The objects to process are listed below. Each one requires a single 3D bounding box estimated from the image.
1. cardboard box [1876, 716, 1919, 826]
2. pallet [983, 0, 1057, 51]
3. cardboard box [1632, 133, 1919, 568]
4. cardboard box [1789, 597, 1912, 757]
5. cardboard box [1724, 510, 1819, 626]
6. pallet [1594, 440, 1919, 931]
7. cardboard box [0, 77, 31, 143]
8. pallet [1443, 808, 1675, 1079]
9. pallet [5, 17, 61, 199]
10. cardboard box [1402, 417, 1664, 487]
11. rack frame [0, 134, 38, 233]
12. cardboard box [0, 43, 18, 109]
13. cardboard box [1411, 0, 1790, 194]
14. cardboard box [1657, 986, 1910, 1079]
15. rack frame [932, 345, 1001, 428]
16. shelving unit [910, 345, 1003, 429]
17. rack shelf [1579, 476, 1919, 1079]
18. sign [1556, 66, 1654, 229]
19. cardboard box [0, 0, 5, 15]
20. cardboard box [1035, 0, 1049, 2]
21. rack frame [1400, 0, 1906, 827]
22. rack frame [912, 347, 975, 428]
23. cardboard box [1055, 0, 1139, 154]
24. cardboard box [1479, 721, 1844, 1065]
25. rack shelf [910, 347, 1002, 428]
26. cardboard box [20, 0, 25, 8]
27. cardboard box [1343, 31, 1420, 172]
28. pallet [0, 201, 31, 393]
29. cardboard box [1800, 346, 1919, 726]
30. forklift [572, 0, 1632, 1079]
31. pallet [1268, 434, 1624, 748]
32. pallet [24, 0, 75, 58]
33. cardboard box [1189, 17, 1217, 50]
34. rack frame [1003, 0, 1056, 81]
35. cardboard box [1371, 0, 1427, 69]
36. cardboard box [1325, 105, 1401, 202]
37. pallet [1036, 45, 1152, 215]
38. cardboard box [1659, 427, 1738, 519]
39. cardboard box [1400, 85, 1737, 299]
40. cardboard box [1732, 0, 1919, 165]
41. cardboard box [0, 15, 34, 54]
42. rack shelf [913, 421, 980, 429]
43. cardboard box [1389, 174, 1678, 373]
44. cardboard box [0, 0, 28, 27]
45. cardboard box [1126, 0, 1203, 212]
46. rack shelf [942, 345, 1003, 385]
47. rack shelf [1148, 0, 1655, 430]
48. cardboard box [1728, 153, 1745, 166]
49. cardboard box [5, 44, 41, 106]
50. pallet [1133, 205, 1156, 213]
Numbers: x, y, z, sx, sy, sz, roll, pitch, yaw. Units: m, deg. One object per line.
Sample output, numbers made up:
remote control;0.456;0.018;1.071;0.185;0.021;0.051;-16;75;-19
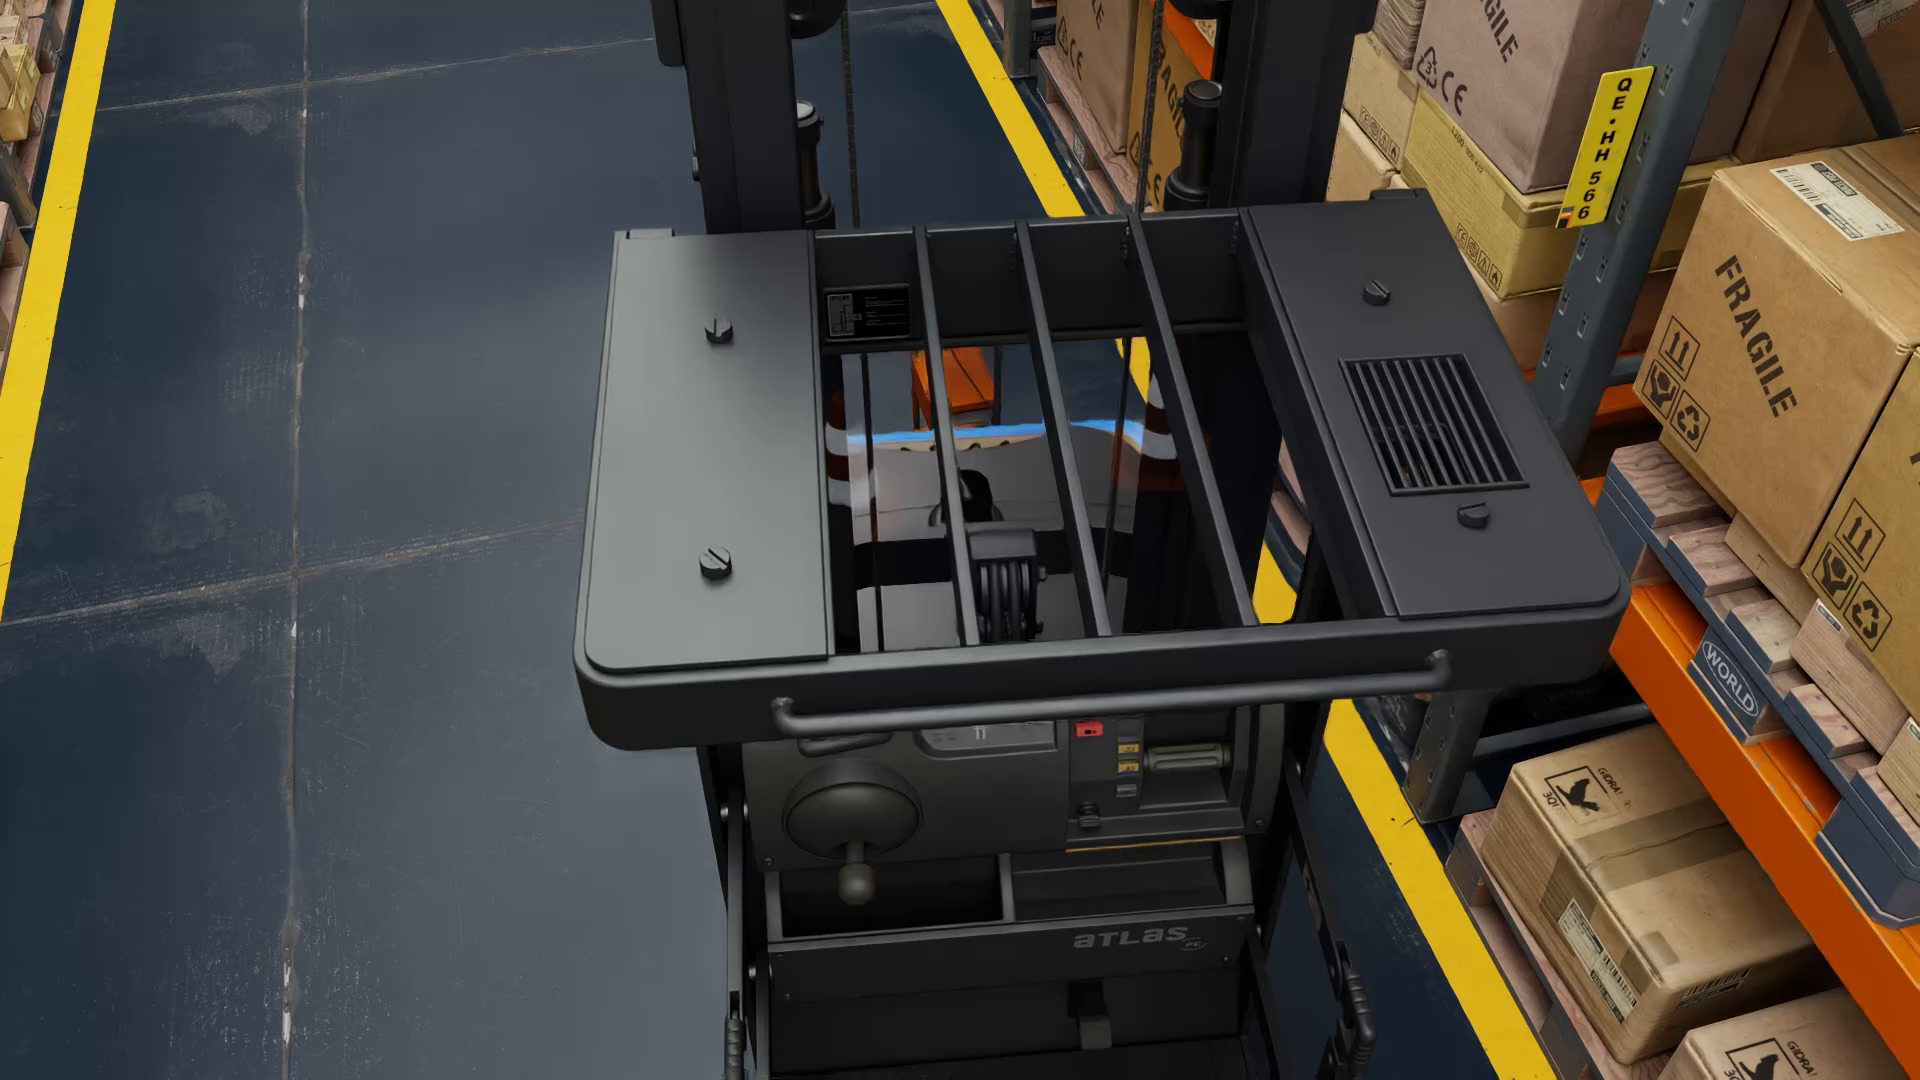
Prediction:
cardboard box;1.729;0.382;2.657;0.380;0.149;0.250;-10;47;-10
pallet;0.567;-2.734;7.782;1.003;0.211;1.213;-11;47;-10
cardboard box;1.601;-0.342;2.913;0.500;0.500;0.500;-12;47;-11
cardboard box;1.679;0.189;2.847;0.380;0.149;0.250;-14;47;-13
cardboard box;1.653;-0.009;3.040;0.380;0.149;0.250;-13;47;-13
pallet;1.995;0.130;3.156;1.213;0.211;1.003;-11;47;-10
cardboard box;-3.856;-1.655;6.474;0.380;0.149;0.250;-13;47;-12
pallet;1.908;1.107;4.018;1.003;0.211;1.213;-11;47;-10
pallet;-4.280;-1.677;6.746;1.003;0.211;1.213;-11;47;-10
cardboard box;1.613;-0.305;4.642;0.875;0.875;0.875;-11;47;-11
rack frame;-4.073;-2.196;5.302;1.000;3.000;0.127;-11;47;-10
cardboard box;-3.857;-1.758;6.367;0.380;0.149;0.250;-9;46;-8
cardboard box;1.325;-1.103;3.461;0.500;0.500;0.500;-12;47;-11
cardboard box;2.041;1.263;3.457;0.950;0.372;0.625;-12;47;-11
rack frame;0.018;-0.320;4.829;0.200;1.050;0.008;-11;47;-10
shelving unit;-0.014;-0.404;4.911;0.215;1.050;0.252;-11;47;-10
rack shelf;2.222;1.223;2.455;1.077;0.370;4.000;-11;47;-10
sign;1.174;-0.711;3.036;0.100;0.325;0.005;-11;47;-10
cardboard box;-4.172;-2.265;6.863;0.380;0.149;0.250;-13;47;-12
cardboard box;0.629;-2.874;7.466;0.875;0.438;0.875;-11;47;-11
rack frame;1.710;-0.409;3.551;1.000;3.000;0.127;-11;47;-10
rack frame;-0.045;-0.489;4.994;0.200;1.050;0.008;-11;47;-10
cardboard box;0.922;-2.161;6.461;0.875;0.875;0.875;-9;46;-9
cardboard box;1.845;0.755;3.955;0.950;0.372;0.625;-14;47;-13
rack shelf;-0.014;-0.397;4.919;0.215;0.259;0.240;-11;47;-10
cardboard box;-4.254;-2.347;7.152;0.380;0.149;0.250;-13;47;-12
cardboard box;1.205;-1.173;4.054;0.500;0.250;0.500;-12;47;-11
pallet;-3.873;-0.683;5.771;1.003;0.211;1.213;-11;47;-10
cardboard box;1.742;0.016;2.562;0.500;0.500;0.500;-9;46;-8
forklift;0.117;0.499;2.709;1.130;2.935;3.031;-4;46;-4
pallet;1.581;0.009;5.094;1.003;0.211;1.213;-11;47;-10
pallet;-4.595;-2.521;7.573;1.003;0.211;1.213;-11;47;-10
cardboard box;0.912;-1.706;4.926;0.500;0.250;0.500;-11;47;-11
rack frame;0.686;-3.171;6.257;1.000;3.000;0.127;-11;47;-10
cardboard box;1.185;-1.456;3.807;0.500;0.500;0.500;-10;46;-10
cardboard box;1.183;-1.008;4.243;0.500;0.250;0.500;-10;46;-10
pallet;0.956;-1.676;6.745;1.003;0.211;1.213;-11;47;-10
cardboard box;1.613;-0.210;3.237;0.380;0.149;0.250;-13;47;-13
cardboard box;1.340;-0.820;3.708;0.500;0.250;0.500;-11;47;-10
cardboard box;1.820;-1.179;3.536;0.500;0.500;0.500;-12;47;-12
cardboard box;-4.038;-2.001;6.813;0.380;0.149;0.250;-11;47;-11
rack shelf;-0.014;-0.202;5.117;0.215;0.259;0.240;-11;47;-10
cardboard box;1.329;-0.658;3.900;0.500;0.250;0.500;-12;47;-12
cardboard box;-4.151;-2.167;6.976;0.380;0.149;0.250;-12;47;-11
cardboard box;1.161;-1.539;5.851;0.875;0.875;0.875;-9;46;-9
rack shelf;-0.014;-0.596;4.716;0.215;0.259;0.240;-11;47;-10
rack shelf;1.198;-1.538;5.161;1.077;0.370;4.000;-11;47;-10
cardboard box;1.819;-0.927;3.813;0.500;0.250;0.500;-11;47;-11
cardboard box;-3.924;-1.839;6.654;0.380;0.149;0.250;-9;46;-9
pallet;1.272;-0.832;5.918;1.003;0.211;1.213;-11;47;-10
